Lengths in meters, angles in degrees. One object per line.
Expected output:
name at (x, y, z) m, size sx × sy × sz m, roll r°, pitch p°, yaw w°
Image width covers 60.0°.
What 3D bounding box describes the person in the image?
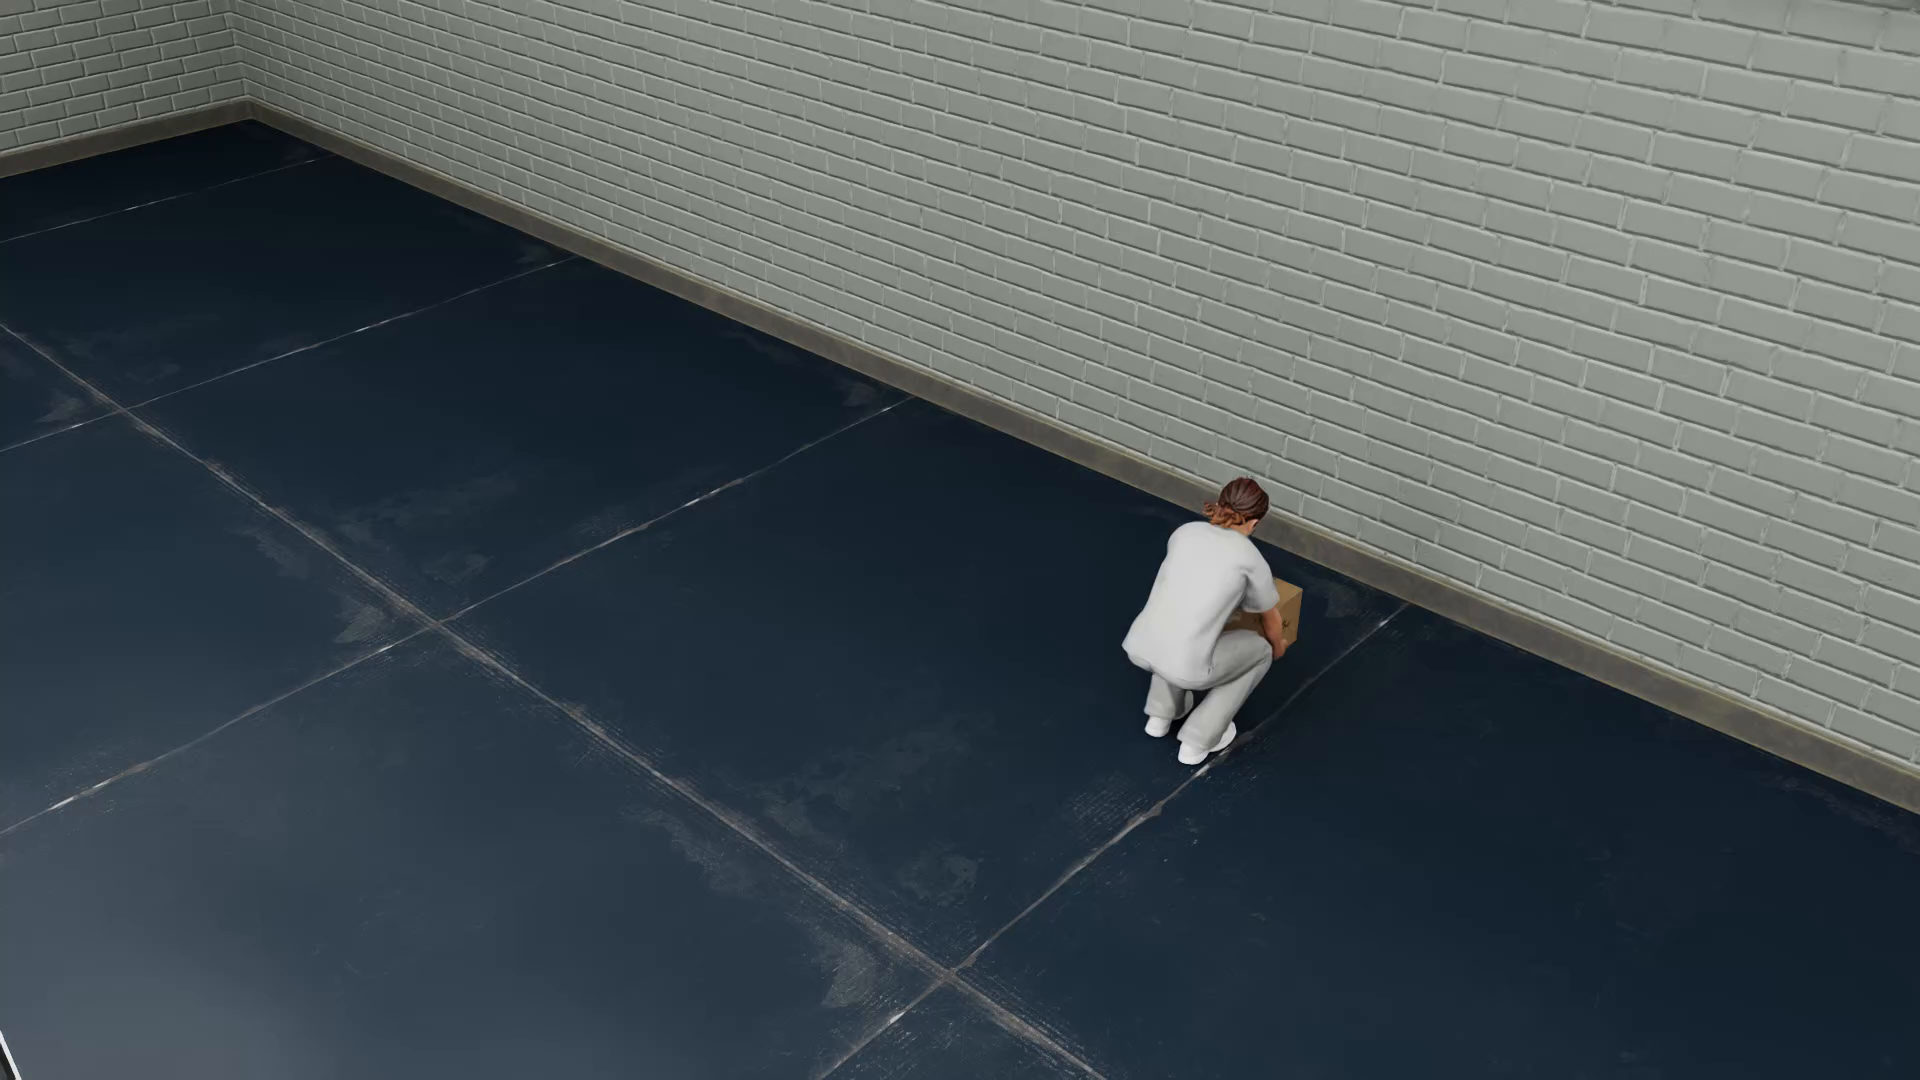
person at (0.928, 0.301, 6.328) m, size 0.485 × 0.964 × 0.795 m, roll 25°, pitch 39°, yaw 35°
